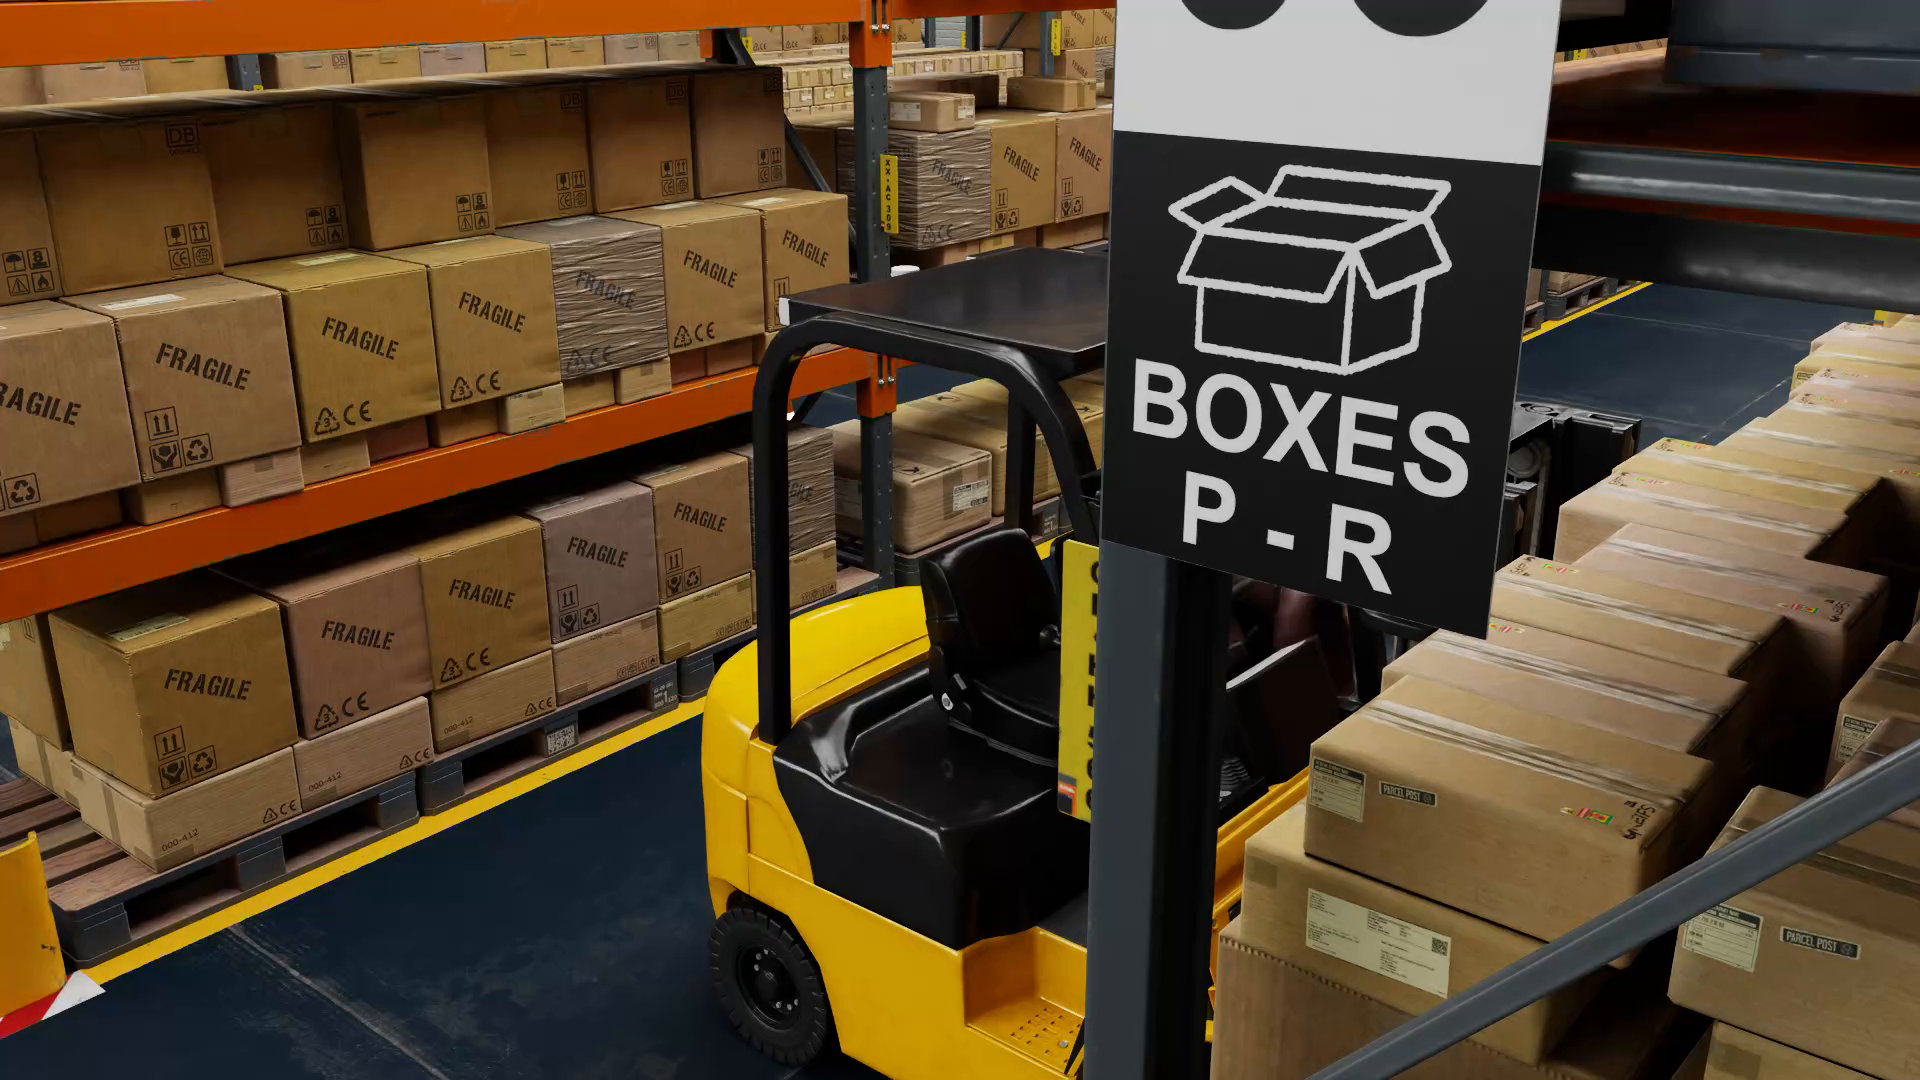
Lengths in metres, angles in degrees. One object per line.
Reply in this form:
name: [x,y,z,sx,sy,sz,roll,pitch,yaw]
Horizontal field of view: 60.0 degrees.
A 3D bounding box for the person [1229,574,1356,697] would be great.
person: [1.097,0.452,5.839,0.951,1.101,0.576,14,24,34]
